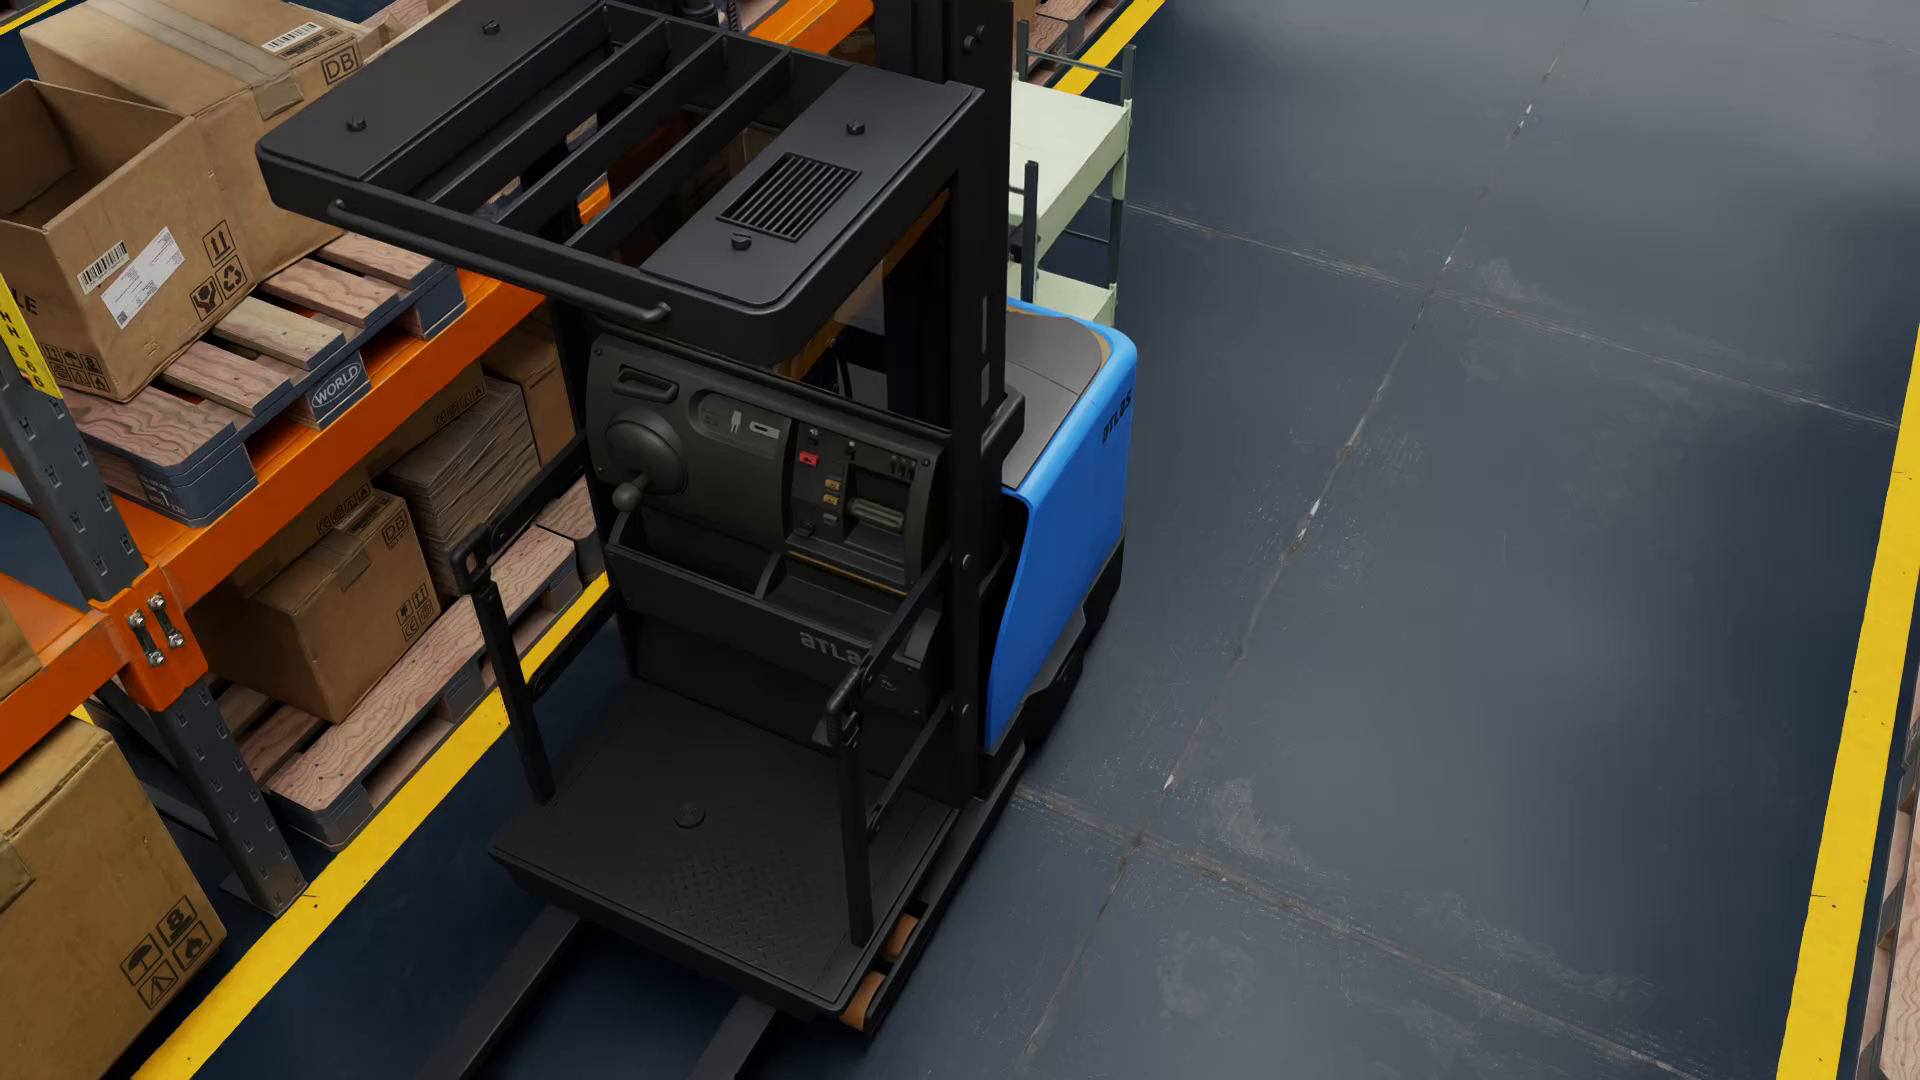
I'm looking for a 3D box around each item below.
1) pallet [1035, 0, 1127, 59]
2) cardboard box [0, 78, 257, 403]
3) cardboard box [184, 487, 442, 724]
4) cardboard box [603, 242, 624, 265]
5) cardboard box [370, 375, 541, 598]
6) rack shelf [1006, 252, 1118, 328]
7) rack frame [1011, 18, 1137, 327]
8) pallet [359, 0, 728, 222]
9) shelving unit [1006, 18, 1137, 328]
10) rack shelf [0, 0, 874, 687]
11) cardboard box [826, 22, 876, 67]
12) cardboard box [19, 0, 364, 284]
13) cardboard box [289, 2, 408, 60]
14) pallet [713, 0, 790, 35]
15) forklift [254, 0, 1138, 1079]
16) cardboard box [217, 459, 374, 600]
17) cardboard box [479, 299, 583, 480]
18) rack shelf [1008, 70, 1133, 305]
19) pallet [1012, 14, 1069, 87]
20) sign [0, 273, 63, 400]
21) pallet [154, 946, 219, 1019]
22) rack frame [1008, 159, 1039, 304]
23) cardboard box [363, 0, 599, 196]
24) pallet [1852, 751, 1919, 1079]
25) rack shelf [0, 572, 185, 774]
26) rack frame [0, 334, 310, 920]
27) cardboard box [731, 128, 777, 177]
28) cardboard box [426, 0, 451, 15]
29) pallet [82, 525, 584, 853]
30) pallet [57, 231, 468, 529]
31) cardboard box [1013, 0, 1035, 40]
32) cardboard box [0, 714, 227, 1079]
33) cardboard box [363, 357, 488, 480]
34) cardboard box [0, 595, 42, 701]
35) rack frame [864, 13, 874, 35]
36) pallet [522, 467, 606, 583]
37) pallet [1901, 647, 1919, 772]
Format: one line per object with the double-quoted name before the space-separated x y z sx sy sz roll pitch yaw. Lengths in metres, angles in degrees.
"pallet" 0.366 -2.933 8.500 1.003 0.211 1.213 20 49 19
"cardboard box" -2.121 -0.723 3.990 0.500 0.500 0.500 15 47 14
"cardboard box" -2.043 0.109 4.982 0.700 0.500 0.500 18 48 17
"cardboard box" -1.281 -0.956 6.034 0.700 0.500 0.500 17 48 16
"cardboard box" -1.797 -0.245 5.331 0.700 0.500 0.500 17 48 16
"rack shelf" 0.202 -0.599 5.746 0.431 0.370 0.720 19 48 18
"rack frame" 0.364 -1.062 5.745 0.400 1.500 0.023 19 48 18
"pallet" -1.453 -1.380 5.140 1.003 0.211 1.213 20 49 19
"shelving unit" 0.202 -0.828 5.514 0.431 1.500 0.755 19 48 18
"rack shelf" -1.408 -1.194 5.327 1.077 0.370 4.000 20 49 19
"cardboard box" -0.258 -2.214 7.292 0.500 0.500 0.500 19 48 18
"cardboard box" -1.950 -1.108 4.370 0.700 0.500 0.500 28 51 25
"cardboard box" -1.801 -1.427 4.850 0.396 0.266 0.258 19 48 18
"pallet" -0.963 -2.206 5.956 1.003 0.211 1.213 20 49 19
"forklift" -0.574 -0.087 3.775 1.130 2.935 3.031 19 48 18
"cardboard box" -2.052 -0.158 4.718 0.500 0.250 0.500 22 49 21
"cardboard box" -1.540 -0.605 5.687 0.700 0.500 0.500 24 50 22
"rack shelf" 0.202 -1.103 5.237 0.431 0.370 0.720 19 48 18
"pallet" -0.199 -2.161 7.738 1.003 0.211 1.213 20 49 19
"sign" -1.843 -0.413 3.235 0.100 0.325 0.005 20 49 19
"pallet" -2.769 1.265 4.351 1.003 0.211 1.213 20 49 19
"rack frame" 0.039 -0.595 5.284 0.400 1.500 0.023 19 48 18
"cardboard box" -1.354 -1.262 4.698 0.500 0.250 0.500 19 48 18
"pallet" 3.012 1.188 4.428 1.003 0.211 1.213 20 49 19
"rack shelf" -3.265 1.326 2.836 1.077 0.370 4.000 20 49 19
"rack frame" -2.336 -0.187 3.826 1.000 3.000 0.127 20 49 19
"cardboard box" -1.021 -1.309 6.383 0.700 0.500 0.500 20 49 19
"cardboard box" -1.202 -1.768 5.021 0.797 0.503 0.637 25 51 23
"pallet" -1.972 0.302 5.303 1.003 0.211 1.213 20 49 19
"pallet" -2.100 -0.603 4.372 1.213 0.211 1.003 20 49 19
"cardboard box" 0.001 -2.578 7.651 0.500 0.500 0.500 -34 55 -29
"cardboard box" -2.675 0.840 4.009 1.225 0.875 0.875 18 48 17
"cardboard box" -1.814 -0.496 5.052 0.500 0.250 0.500 26 51 23
"cardboard box" -2.346 0.171 3.402 0.500 0.500 0.500 22 49 20
"rack frame" -0.479 -2.707 6.316 1.000 3.000 0.127 20 49 19
"pallet" -1.405 -0.464 6.060 1.003 0.211 1.213 20 49 19
"pallet" 3.577 0.416 5.190 1.003 0.211 1.213 20 49 19
